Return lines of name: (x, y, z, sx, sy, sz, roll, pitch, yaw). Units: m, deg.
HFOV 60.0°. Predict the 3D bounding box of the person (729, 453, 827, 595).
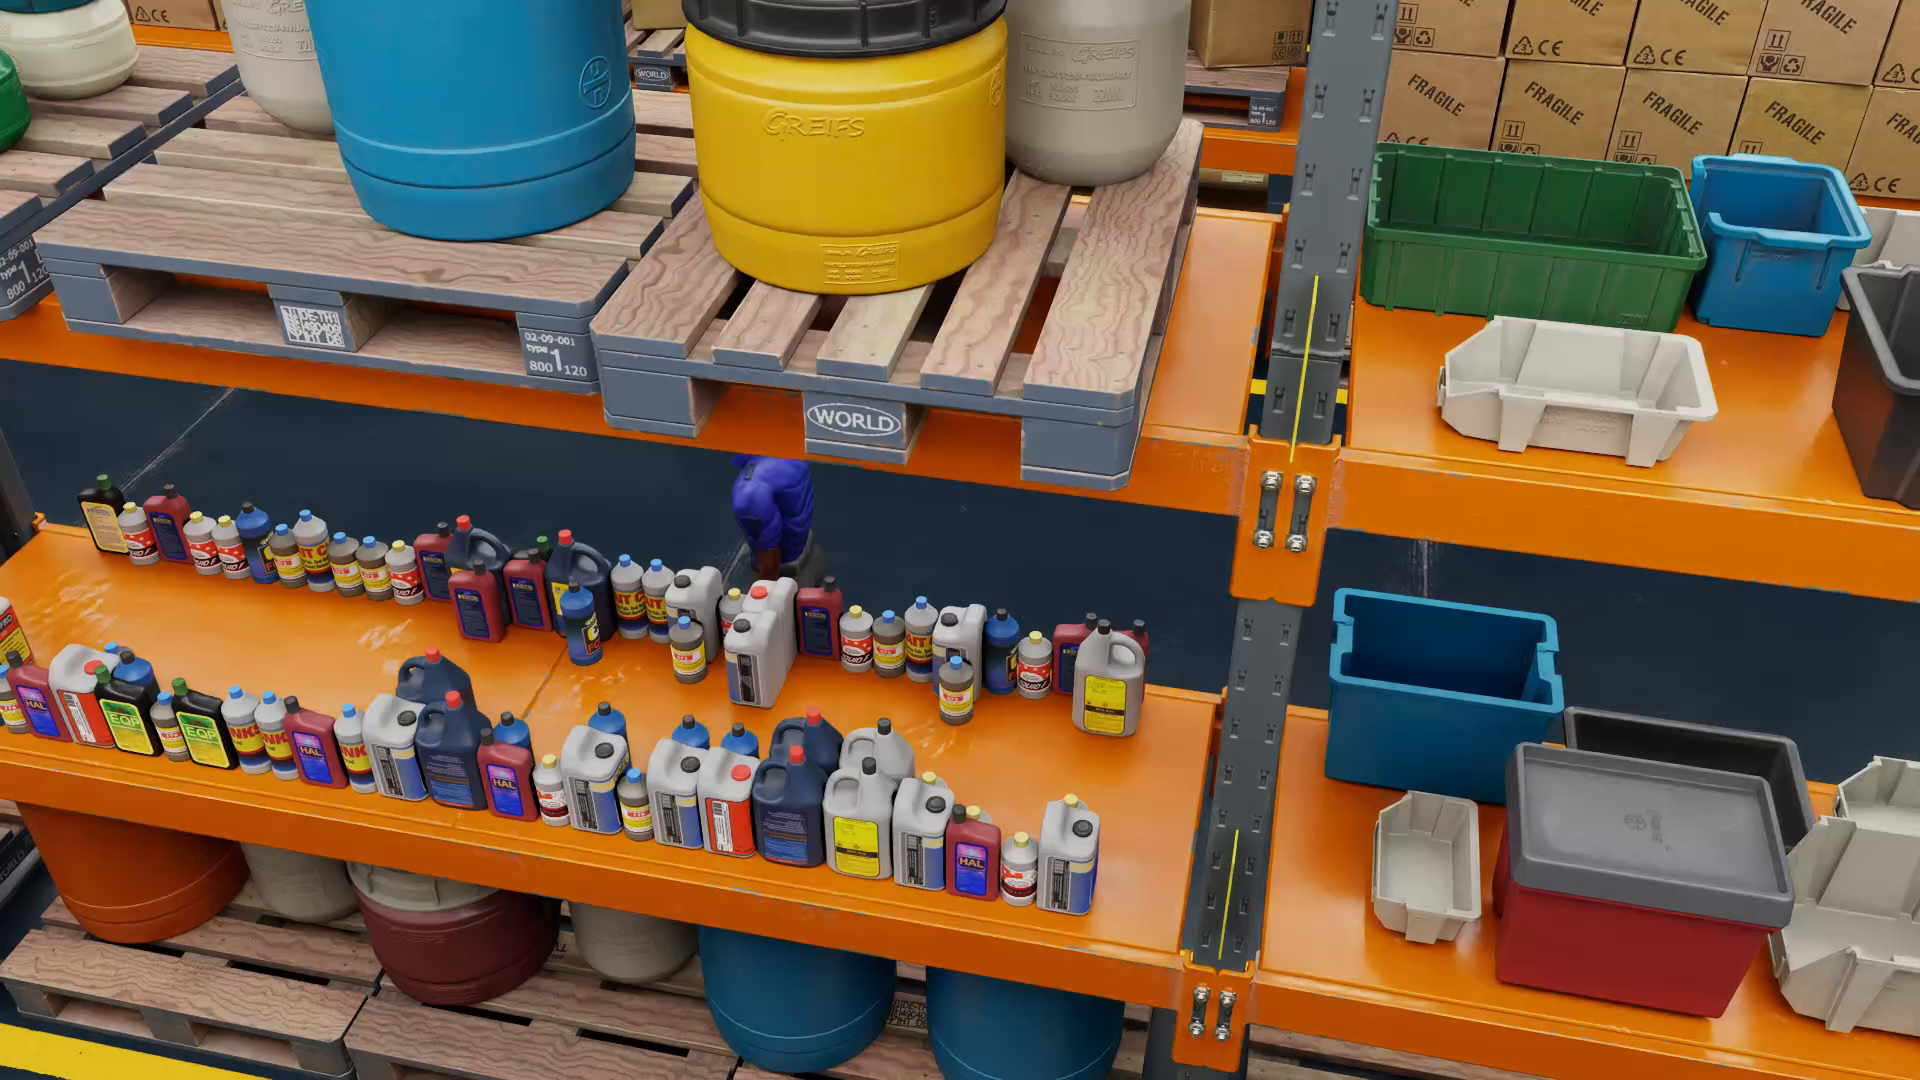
person: (-0.697, 0.139, 5.981, 0.395, 1.639, 0.514, 6, 37, 7)
